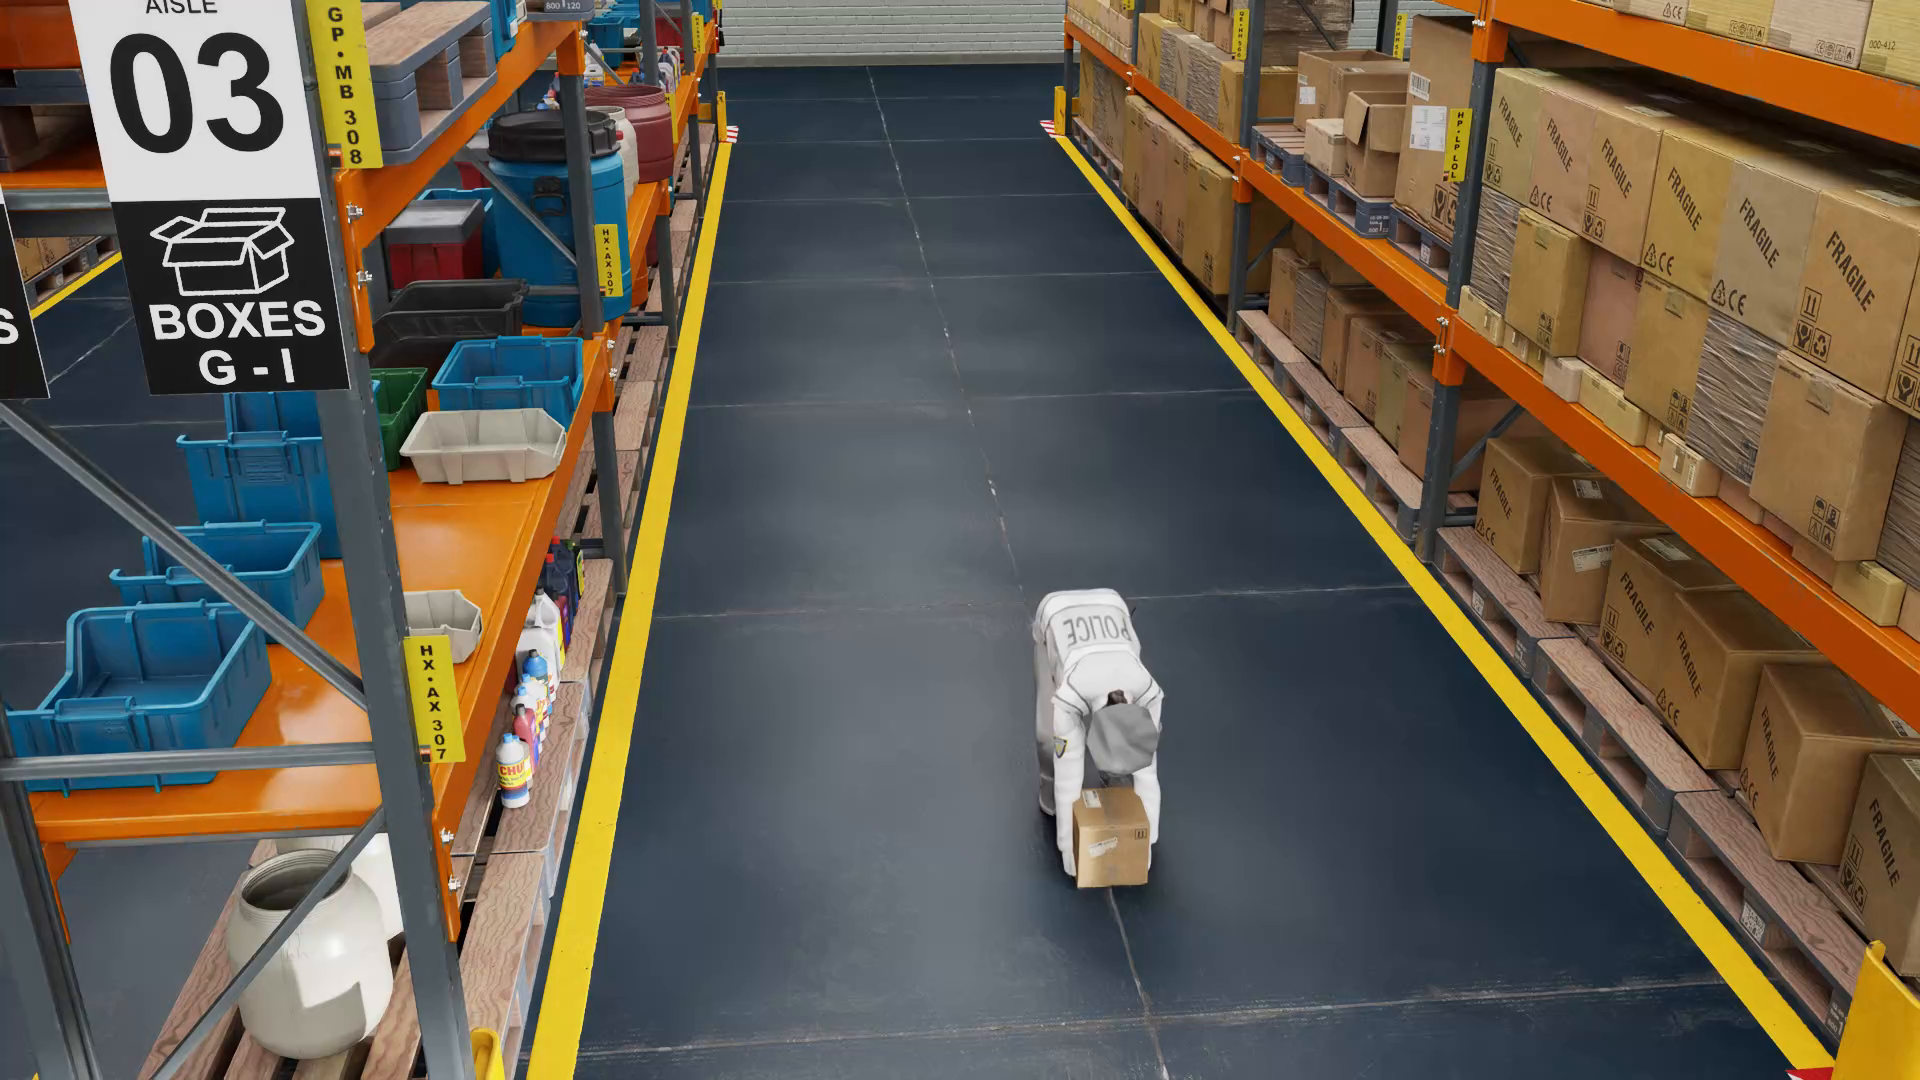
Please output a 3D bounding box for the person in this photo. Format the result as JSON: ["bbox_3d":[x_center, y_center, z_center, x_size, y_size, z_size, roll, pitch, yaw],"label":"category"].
[{"bbox_3d":[0.510,0.678,6.098,0.469,0.834,0.890,-3,24,-7],"label":"person"}]
